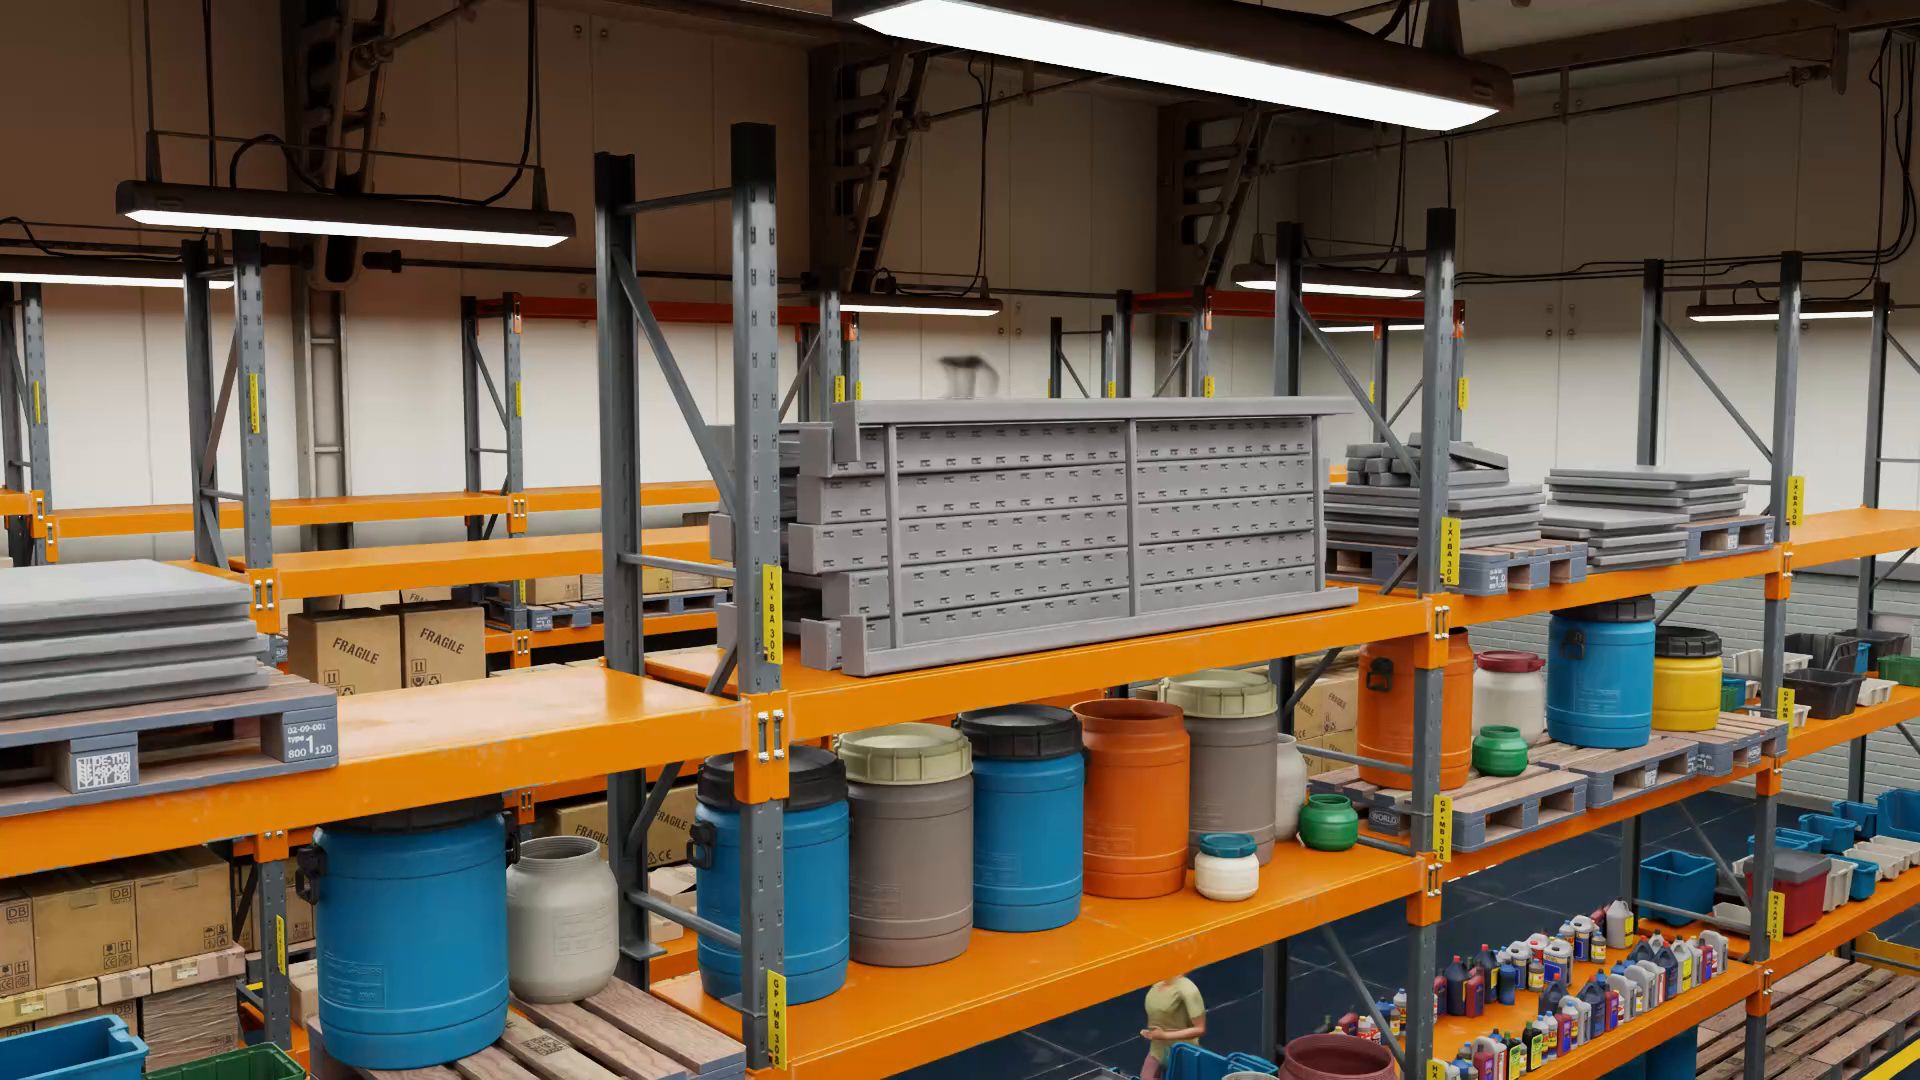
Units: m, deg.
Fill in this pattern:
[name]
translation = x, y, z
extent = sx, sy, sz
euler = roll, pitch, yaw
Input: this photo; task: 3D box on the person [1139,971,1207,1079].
[person]
translation = 1.429, 3.348, 10.615
extent = 1.061, 1.710, 0.531
euler = -4, 7, -38
